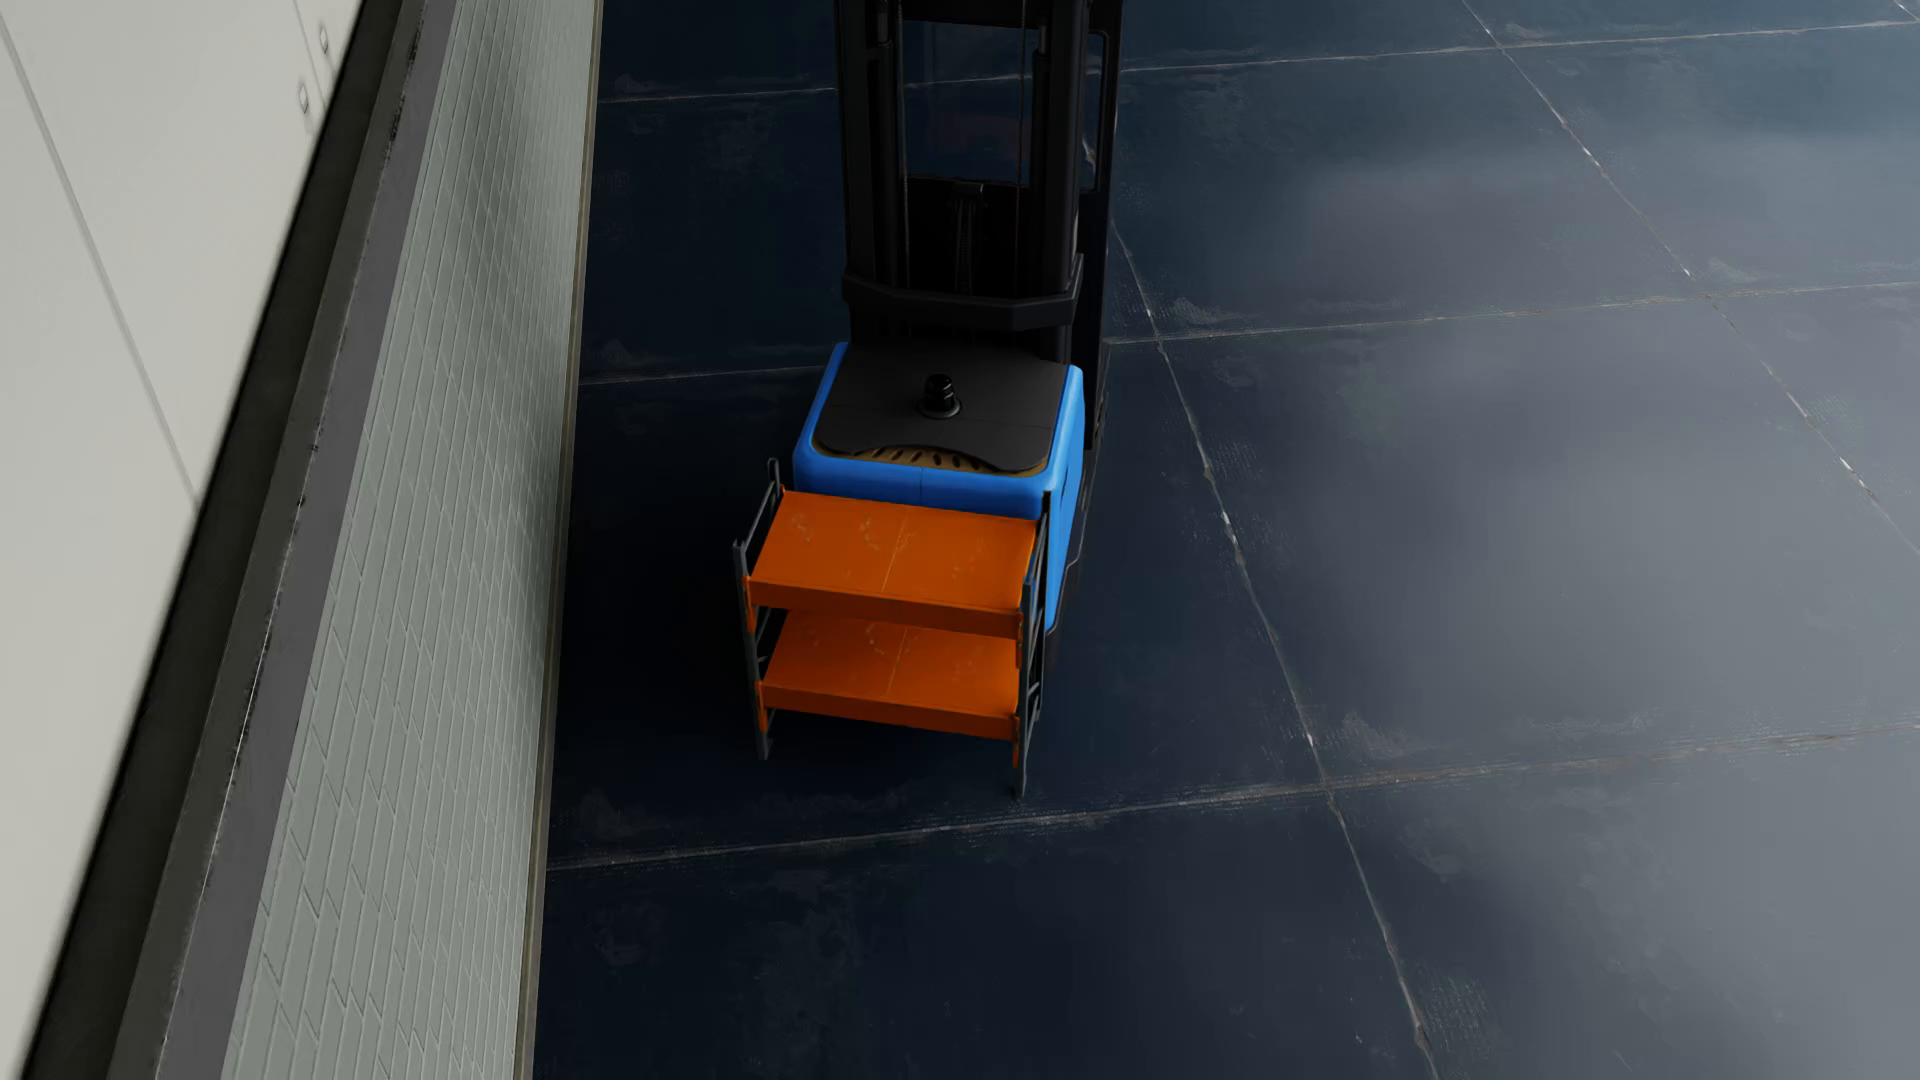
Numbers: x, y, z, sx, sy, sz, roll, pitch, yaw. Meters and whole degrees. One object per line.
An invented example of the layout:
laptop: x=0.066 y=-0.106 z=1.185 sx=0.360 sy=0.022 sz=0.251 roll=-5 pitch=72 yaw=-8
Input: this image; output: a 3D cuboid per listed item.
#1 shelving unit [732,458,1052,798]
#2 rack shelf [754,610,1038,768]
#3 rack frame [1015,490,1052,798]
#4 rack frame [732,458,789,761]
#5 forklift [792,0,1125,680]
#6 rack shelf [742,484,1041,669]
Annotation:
shelving unit: x=-0.230 y=0.342 z=6.246 sx=1.048 sy=1.125 sz=0.538 roll=7 pitch=43 yaw=8
rack shelf: x=-0.230 y=0.524 z=6.410 sx=1.000 sy=0.278 sz=0.538 roll=7 pitch=43 yaw=8
rack frame: x=0.270 y=0.404 z=6.178 sx=0.032 sy=1.125 sz=0.500 roll=7 pitch=43 yaw=8
rack frame: x=-0.730 y=0.280 z=6.314 sx=0.032 sy=1.125 sz=0.500 roll=7 pitch=43 yaw=8
forklift: x=0.111 y=-1.515 z=6.957 sx=1.130 sy=2.935 sz=3.031 roll=7 pitch=42 yaw=7
rack shelf: x=-0.230 y=0.125 z=6.050 sx=1.000 sy=0.278 sz=0.538 roll=7 pitch=43 yaw=8
